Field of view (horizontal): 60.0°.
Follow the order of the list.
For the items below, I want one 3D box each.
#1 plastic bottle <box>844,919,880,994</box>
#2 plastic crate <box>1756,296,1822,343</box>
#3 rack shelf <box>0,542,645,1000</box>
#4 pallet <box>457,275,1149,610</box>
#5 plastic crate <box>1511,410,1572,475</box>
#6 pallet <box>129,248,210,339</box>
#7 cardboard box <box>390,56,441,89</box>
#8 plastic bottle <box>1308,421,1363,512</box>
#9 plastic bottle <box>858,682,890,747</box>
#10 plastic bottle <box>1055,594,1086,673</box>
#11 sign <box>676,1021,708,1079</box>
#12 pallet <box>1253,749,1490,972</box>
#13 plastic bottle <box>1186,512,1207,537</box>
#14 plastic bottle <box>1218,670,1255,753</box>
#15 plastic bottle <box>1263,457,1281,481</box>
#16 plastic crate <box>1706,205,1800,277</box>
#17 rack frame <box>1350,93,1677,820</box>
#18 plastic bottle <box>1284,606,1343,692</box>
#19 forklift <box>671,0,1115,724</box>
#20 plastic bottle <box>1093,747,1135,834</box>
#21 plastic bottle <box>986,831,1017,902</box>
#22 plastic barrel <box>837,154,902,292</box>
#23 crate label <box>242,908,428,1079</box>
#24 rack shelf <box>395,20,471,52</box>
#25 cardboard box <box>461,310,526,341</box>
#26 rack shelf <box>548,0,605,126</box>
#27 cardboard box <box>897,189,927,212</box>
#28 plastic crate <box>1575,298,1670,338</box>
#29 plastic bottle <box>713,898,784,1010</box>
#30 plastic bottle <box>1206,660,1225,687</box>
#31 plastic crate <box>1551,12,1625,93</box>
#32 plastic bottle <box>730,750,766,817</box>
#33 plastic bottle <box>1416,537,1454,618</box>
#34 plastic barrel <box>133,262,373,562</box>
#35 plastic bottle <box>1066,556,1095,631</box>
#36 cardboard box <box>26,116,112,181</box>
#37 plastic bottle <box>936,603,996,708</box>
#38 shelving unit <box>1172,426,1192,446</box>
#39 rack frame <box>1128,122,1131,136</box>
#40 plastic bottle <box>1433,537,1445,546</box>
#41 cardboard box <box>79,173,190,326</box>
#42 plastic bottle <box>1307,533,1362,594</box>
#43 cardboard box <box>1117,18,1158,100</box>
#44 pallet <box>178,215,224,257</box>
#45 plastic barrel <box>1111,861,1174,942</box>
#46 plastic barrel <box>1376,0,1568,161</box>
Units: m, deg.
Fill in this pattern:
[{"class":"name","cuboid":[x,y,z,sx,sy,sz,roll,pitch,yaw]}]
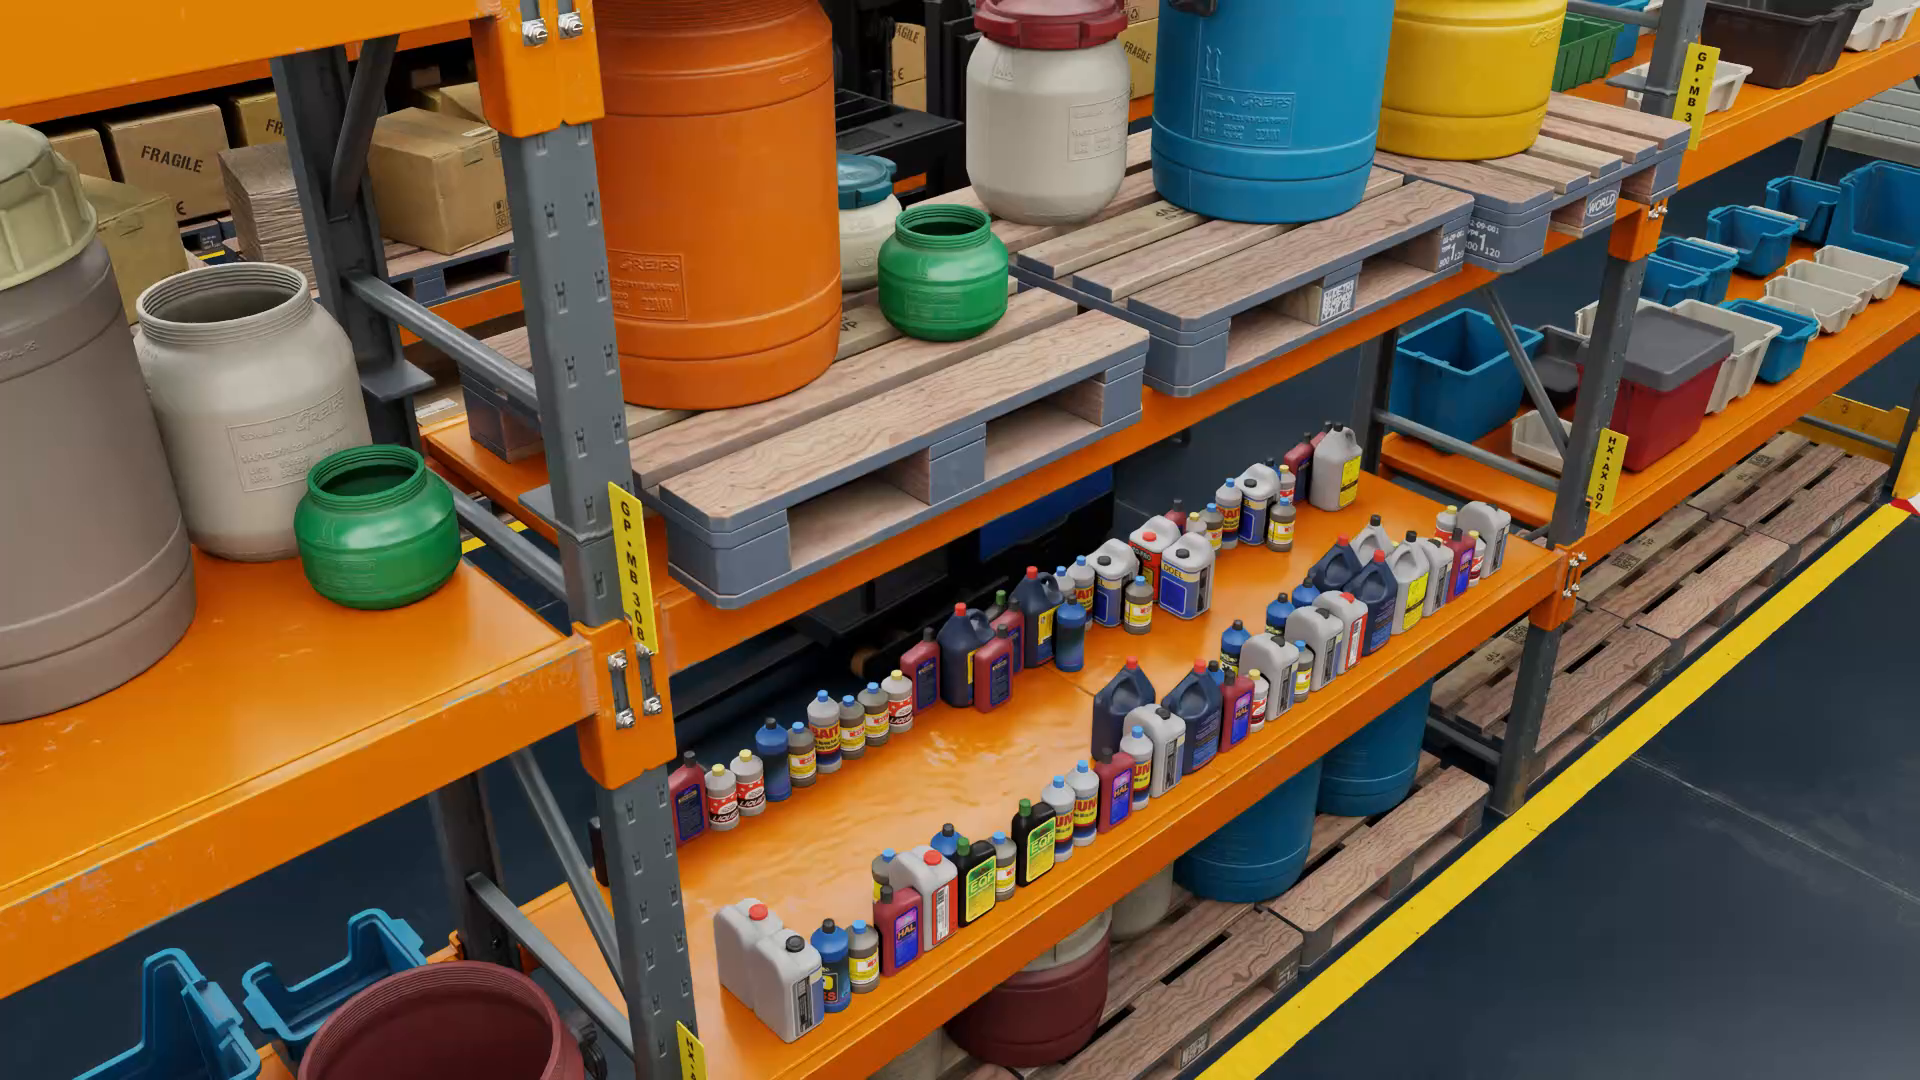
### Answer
[{"class":"plastic bottle","cuboid":[-0.258,1.070,4.315,0.097,0.201,0.097,0,31,0]},{"class":"plastic crate","cuboid":[3.806,-0.994,7.696,0.250,0.136,0.298,-26,40,-35]},{"class":"rack shelf","cuboid":[-2.437,0.817,2.353,4.000,0.370,1.077,-26,40,-35]},{"class":"pallet","cuboid":[-0.343,-0.353,3.757,1.213,0.211,1.003,-26,40,-35]},{"class":"plastic crate","cuboid":[2.401,-0.362,6.662,0.243,0.136,0.396,-26,40,-35]},{"class":"pallet","cuboid":[-3.886,-1.001,7.696,1.003,0.211,1.213,-26,40,-35]},{"class":"cardboard box","cuboid":[-4.397,-3.768,13.409,0.250,0.149,0.380,-26,40,-36]},{"class":"plastic bottle","cuboid":[1.454,-0.302,6.416,0.185,0.351,0.144,-26,40,-35]},{"class":"plastic bottle","cuboid":[-0.269,0.536,5.189,0.097,0.201,0.097,0,31,0]},{"class":"plastic bottle","cuboid":[0.367,0.301,5.507,0.097,0.271,0.097,0,31,0]},{"class":"sign","cuboid":[-0.591,1.219,3.725,0.005,0.325,0.100,-26,40,-35]},{"class":"pallet","cuboid":[1.368,1.109,6.734,1.213,0.211,1.003,-26,40,-35]},{"class":"plastic bottle","cuboid":[0.849,-0.006,6.074,0.097,0.201,0.097,0,31,0]},{"class":"plastic bottle","cuboid":[0.848,0.513,5.148,0.133,0.283,0.061,-26,40,-35]},{"class":"plastic bottle","cuboid":[1.162,-0.187,6.304,0.097,0.271,0.097,0,31,0]},{"class":"plastic crate","cuboid":[4.008,-1.516,8.457,0.300,0.233,0.416,-26,40,-35]},{"class":"rack frame","cuboid":[1.963,-0.338,6.428,0.127,3.000,1.000,-26,40,-35]},{"class":"plastic bottle","cuboid":[1.157,0.334,5.447,0.135,0.276,0.152,-26,40,-35]},{"class":"forklift","cuboid":[-0.583,-0.902,7.415,1.130,2.935,3.031,27,40,37]},{"class":"plastic bottle","cuboid":[0.445,0.708,4.829,0.133,0.283,0.061,-26,40,-35]},{"class":"plastic bottle","cuboid":[0.107,0.893,4.604,0.097,0.201,0.097,0,31,0]},{"class":"plastic barrel","cuboid":[-0.284,-0.756,3.965,0.301,0.262,0.301,0,31,0]},{"class":"crate label","cuboid":[-1.534,1.158,4.142,0.416,0.233,0.303,-26,40,-35]},{"class":"rack shelf","cuboid":[-3.307,-4.531,13.974,4.000,0.370,1.077,-26,40,-35]},{"class":"cardboard box","cuboid":[-2.656,-1.243,9.162,0.500,0.250,0.500,-26,40,-35]},{"class":"rack shelf","cuboid":[0.496,-1.711,3.995,4.000,0.370,1.077,-26,40,-35]},{"class":"cardboard box","cuboid":[-0.028,-2.026,11.158,0.637,0.503,0.797,-26,40,-35]},{"class":"plastic crate","cuboid":[3.035,-0.984,7.679,0.466,0.136,0.293,-26,40,-35]},{"class":"plastic bottle","cuboid":[-0.537,1.045,4.284,0.135,0.276,0.152,-26,40,-35]},{"class":"plastic bottle","cuboid":[0.781,0.494,5.190,0.097,0.271,0.097,0,31,0]},{"class":"plastic crate","cuboid":[2.068,-1.794,6.136,0.662,0.188,0.450,-26,40,-35]},{"class":"plastic bottle","cuboid":[-0.626,0.708,4.907,0.097,0.201,0.097,0,31,0]},{"class":"plastic bottle","cuboid":[1.625,0.108,5.818,0.135,0.276,0.152,-26,40,-35]},{"class":"plastic barrel","cuboid":[-1.407,-0.254,3.308,0.421,0.512,0.421,0,31,0]},{"class":"plastic bottle","cuboid":[0.411,0.176,5.710,0.097,0.271,0.097,0,31,0]},{"class":"cardboard box","cuboid":[-6.431,-2.490,11.605,0.750,0.750,0.750,-26,40,-36]},{"class":"plastic bottle","cuboid":[0.019,0.349,5.351,0.185,0.351,0.144,-26,40,-35]},{"class":"shelving unit","cuboid":[0.792,-1.088,9.092,0.538,1.500,1.048,27,40,37]},{"class":"rack frame","cuboid":[1.530,-3.653,11.849,0.127,3.000,1.000,-26,40,-35]},{"class":"plastic bottle","cuboid":[1.688,0.085,5.925,0.097,0.201,0.097,0,31,0]},{"class":"cardboard box","cuboid":[-3.951,-1.304,7.509,0.700,0.500,0.500,15,35,23]},{"class":"plastic bottle","cuboid":[1.277,0.144,5.686,0.185,0.351,0.144,-26,40,-35]},{"class":"cardboard box","cuboid":[1.009,-3.248,11.090,0.500,0.500,0.500,-25,40,-35]},{"class":"pallet","cuboid":[-6.183,-2.201,12.147,1.213,0.211,1.003,-26,40,-35]},{"class":"plastic barrel","cuboid":[0.558,1.148,5.980,0.421,0.512,0.421,0,31,0]},{"class":"plastic barrel","cuboid":[1.431,-1.476,4.830,0.600,0.588,0.600,0,31,0]}]
